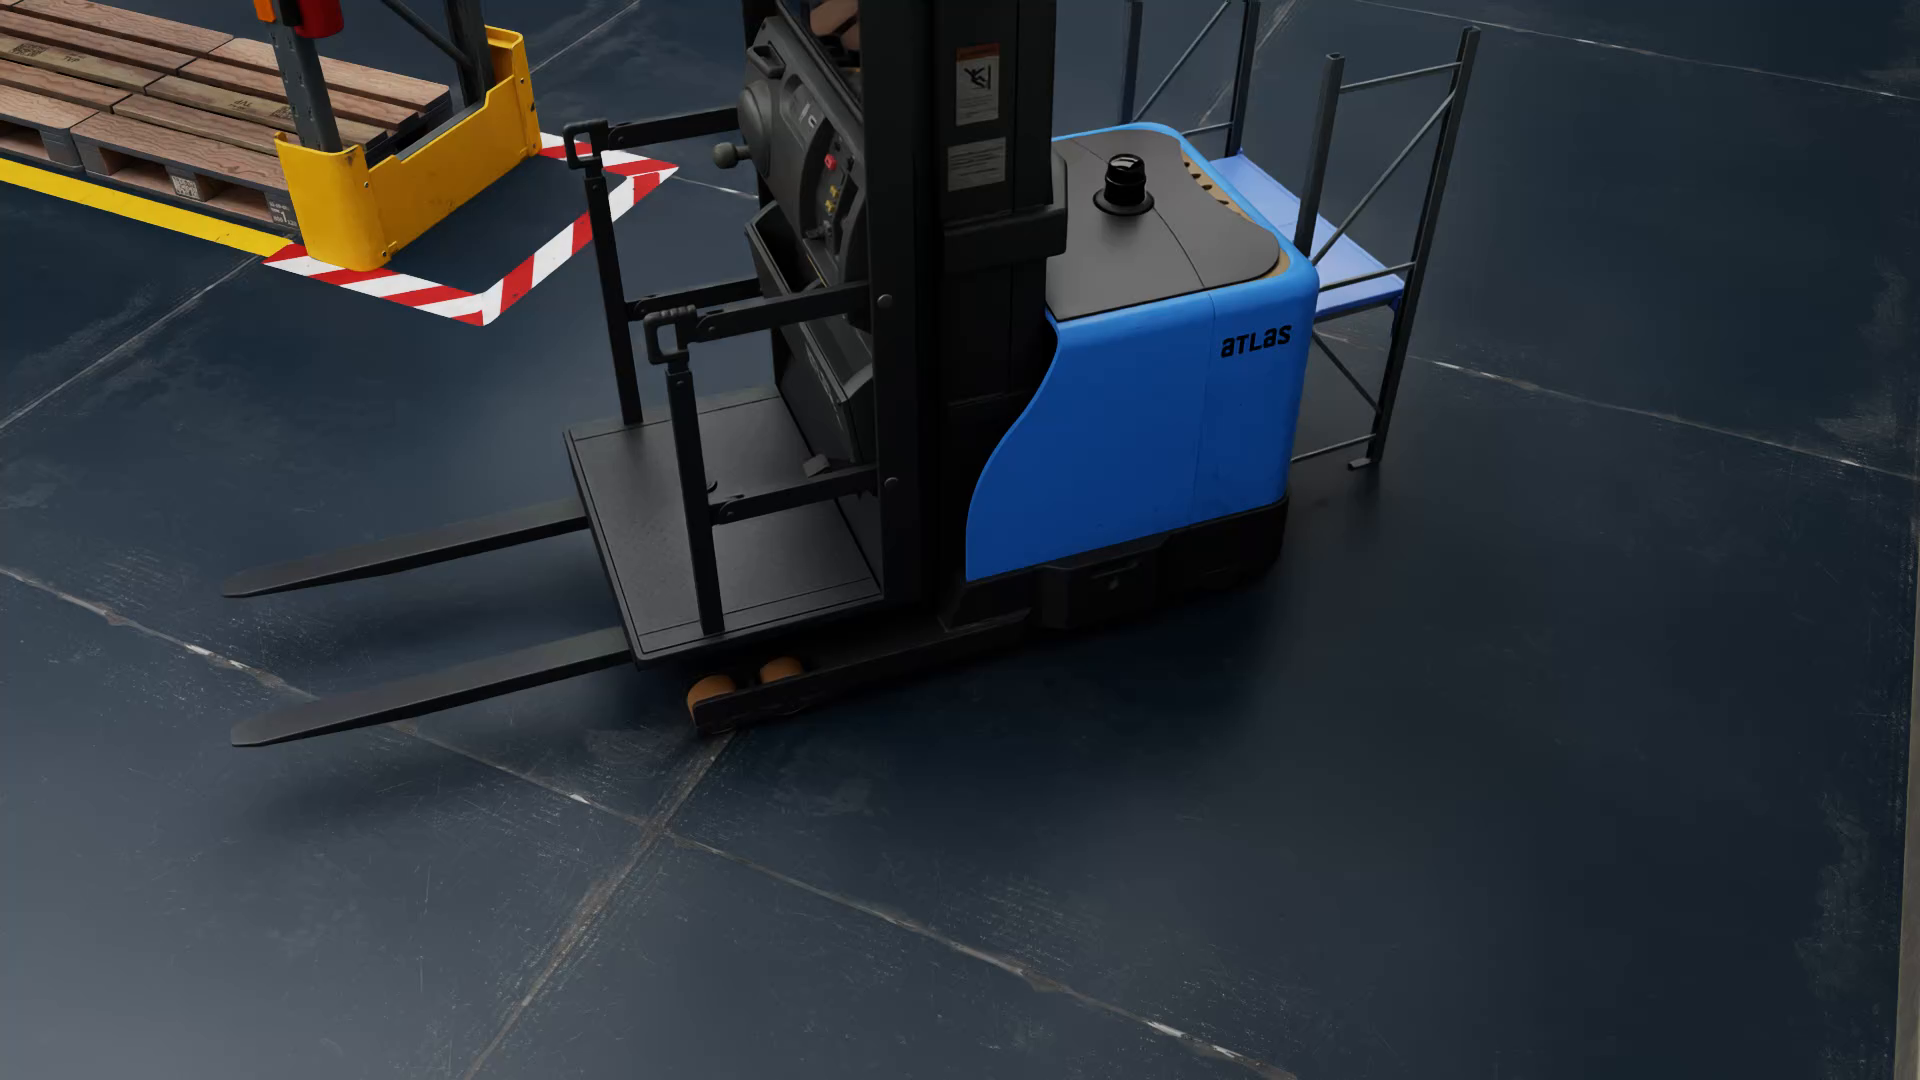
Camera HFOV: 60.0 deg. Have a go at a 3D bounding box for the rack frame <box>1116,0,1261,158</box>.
[{"bbox_3d":[0.751,-1.379,5.687,0.500,1.500,0.032,-16,44,-20],"label":"rack frame"}]

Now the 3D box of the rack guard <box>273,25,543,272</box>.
[{"bbox_3d":[-2.192,-1.609,6.724,0.348,0.500,1.175,17,44,19],"label":"rack guard"}]

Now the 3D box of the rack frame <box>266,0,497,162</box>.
[{"bbox_3d":[-2.219,-2.552,5.904,0.127,3.000,1.000,17,44,19],"label":"rack frame"}]

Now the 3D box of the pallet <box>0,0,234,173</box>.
[{"bbox_3d":[-4.052,-2.089,7.498,1.213,0.211,1.003,17,44,19],"label":"pallet"}]

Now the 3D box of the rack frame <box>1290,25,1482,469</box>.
[{"bbox_3d":[1.191,-0.778,4.994,0.500,1.500,0.032,-16,44,-20],"label":"rack frame"}]

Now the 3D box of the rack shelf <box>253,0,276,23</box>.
[{"bbox_3d":[-4.032,-2.834,6.779,4.000,0.370,1.077,17,44,19],"label":"rack shelf"}]

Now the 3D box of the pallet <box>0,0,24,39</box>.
[{"bbox_3d":[-5.161,-2.426,7.887,1.213,0.211,1.003,17,44,19],"label":"pallet"}]

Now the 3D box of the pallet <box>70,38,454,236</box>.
[{"bbox_3d":[-2.950,-1.750,7.108,1.213,0.211,1.003,17,44,19],"label":"pallet"}]

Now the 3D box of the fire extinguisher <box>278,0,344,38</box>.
[{"bbox_3d":[-2.275,-2.071,5.692,0.183,0.674,0.296,17,44,19],"label":"fire extinguisher"}]

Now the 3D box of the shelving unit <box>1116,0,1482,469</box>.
[{"bbox_3d":[0.971,-1.079,5.341,0.538,1.500,1.048,-16,44,-20],"label":"shelving unit"}]

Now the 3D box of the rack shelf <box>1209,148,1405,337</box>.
[{"bbox_3d":[0.967,-0.942,5.457,0.538,0.185,1.000,-16,44,-20],"label":"rack shelf"}]

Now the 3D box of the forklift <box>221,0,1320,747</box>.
[{"bbox_3d":[-0.585,-0.962,4.123,3.031,2.935,1.130,-14,43,-16],"label":"forklift"}]
